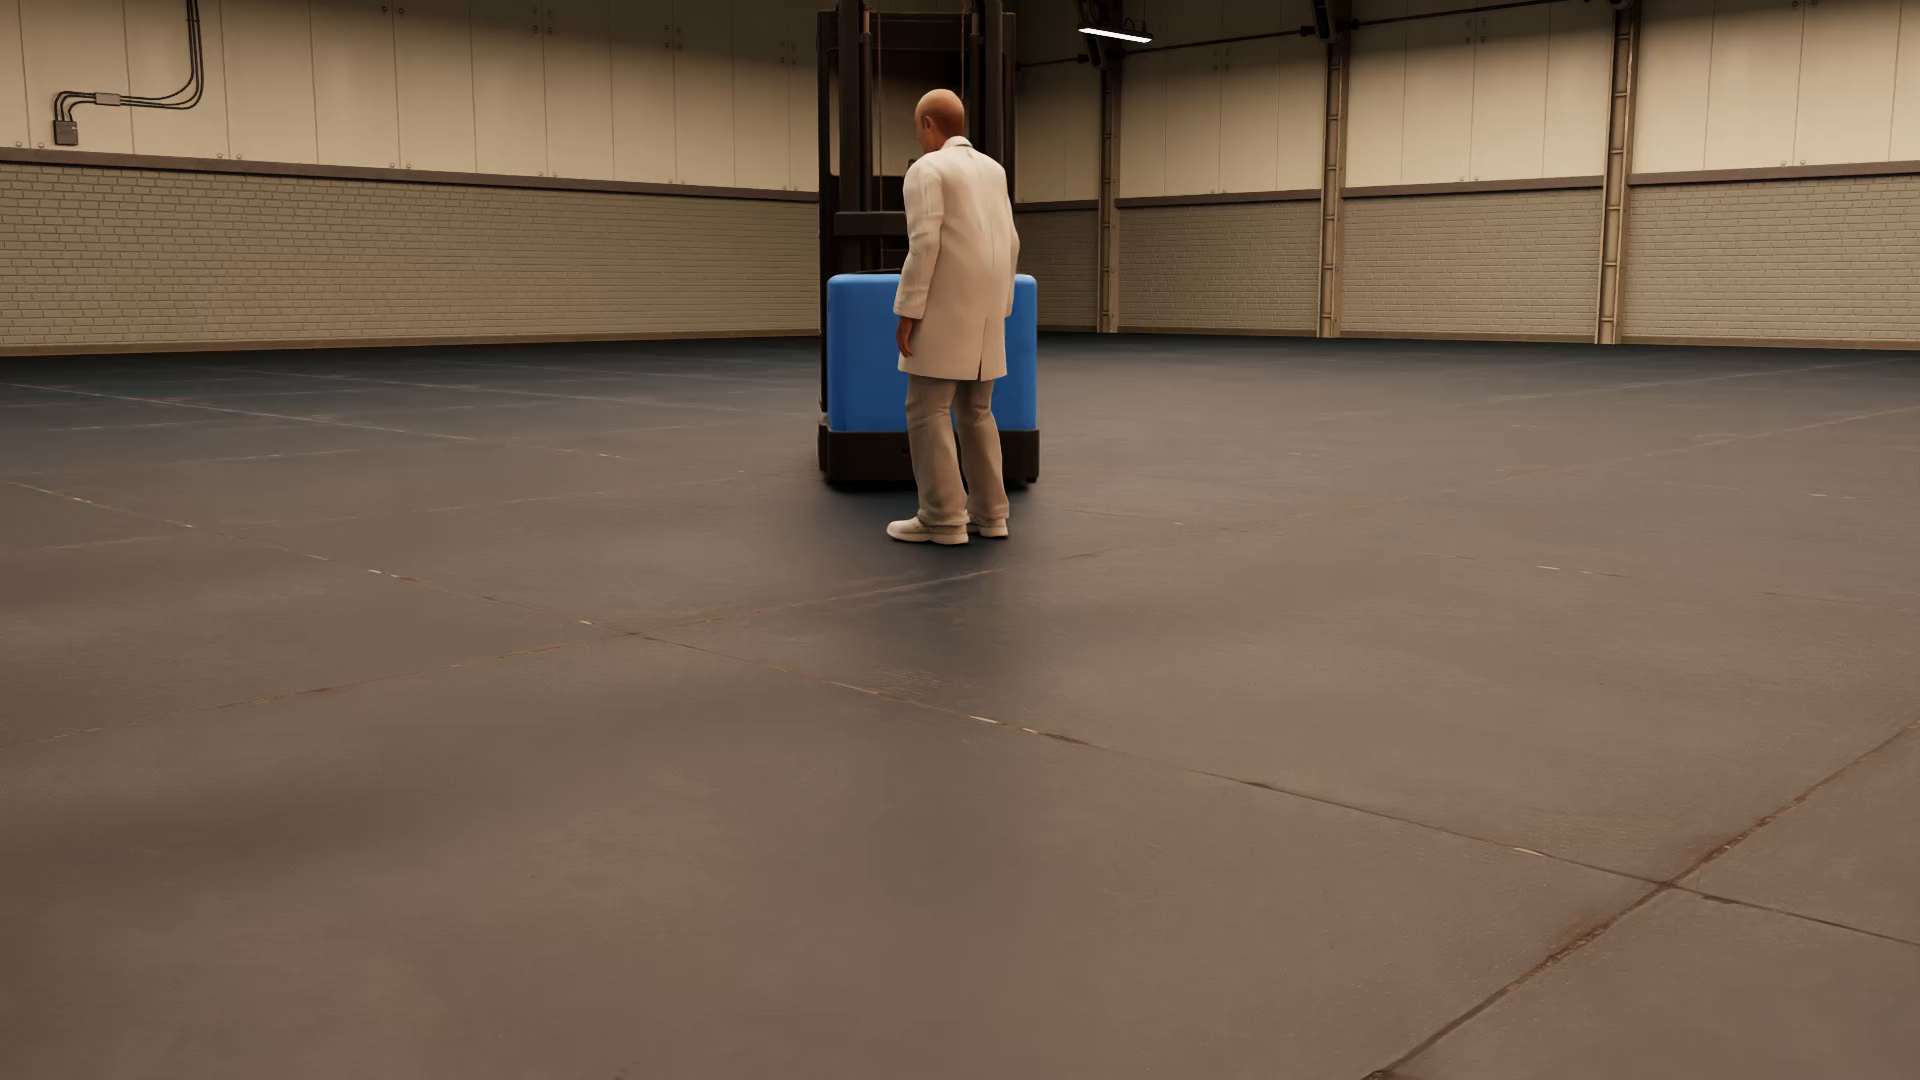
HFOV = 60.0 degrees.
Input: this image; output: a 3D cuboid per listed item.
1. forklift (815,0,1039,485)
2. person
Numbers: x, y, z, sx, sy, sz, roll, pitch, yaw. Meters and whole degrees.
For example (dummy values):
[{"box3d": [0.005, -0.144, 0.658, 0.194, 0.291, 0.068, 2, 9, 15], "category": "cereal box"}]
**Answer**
[{"box3d": [-0.264, -1.899, 9.484, 1.130, 2.935, 3.031, -1, 9, -6], "category": "forklift"}, {"box3d": [-0.029, -0.879, 6.600, 0.431, 1.773, 0.644, 8, 11, 41], "category": "person"}]
